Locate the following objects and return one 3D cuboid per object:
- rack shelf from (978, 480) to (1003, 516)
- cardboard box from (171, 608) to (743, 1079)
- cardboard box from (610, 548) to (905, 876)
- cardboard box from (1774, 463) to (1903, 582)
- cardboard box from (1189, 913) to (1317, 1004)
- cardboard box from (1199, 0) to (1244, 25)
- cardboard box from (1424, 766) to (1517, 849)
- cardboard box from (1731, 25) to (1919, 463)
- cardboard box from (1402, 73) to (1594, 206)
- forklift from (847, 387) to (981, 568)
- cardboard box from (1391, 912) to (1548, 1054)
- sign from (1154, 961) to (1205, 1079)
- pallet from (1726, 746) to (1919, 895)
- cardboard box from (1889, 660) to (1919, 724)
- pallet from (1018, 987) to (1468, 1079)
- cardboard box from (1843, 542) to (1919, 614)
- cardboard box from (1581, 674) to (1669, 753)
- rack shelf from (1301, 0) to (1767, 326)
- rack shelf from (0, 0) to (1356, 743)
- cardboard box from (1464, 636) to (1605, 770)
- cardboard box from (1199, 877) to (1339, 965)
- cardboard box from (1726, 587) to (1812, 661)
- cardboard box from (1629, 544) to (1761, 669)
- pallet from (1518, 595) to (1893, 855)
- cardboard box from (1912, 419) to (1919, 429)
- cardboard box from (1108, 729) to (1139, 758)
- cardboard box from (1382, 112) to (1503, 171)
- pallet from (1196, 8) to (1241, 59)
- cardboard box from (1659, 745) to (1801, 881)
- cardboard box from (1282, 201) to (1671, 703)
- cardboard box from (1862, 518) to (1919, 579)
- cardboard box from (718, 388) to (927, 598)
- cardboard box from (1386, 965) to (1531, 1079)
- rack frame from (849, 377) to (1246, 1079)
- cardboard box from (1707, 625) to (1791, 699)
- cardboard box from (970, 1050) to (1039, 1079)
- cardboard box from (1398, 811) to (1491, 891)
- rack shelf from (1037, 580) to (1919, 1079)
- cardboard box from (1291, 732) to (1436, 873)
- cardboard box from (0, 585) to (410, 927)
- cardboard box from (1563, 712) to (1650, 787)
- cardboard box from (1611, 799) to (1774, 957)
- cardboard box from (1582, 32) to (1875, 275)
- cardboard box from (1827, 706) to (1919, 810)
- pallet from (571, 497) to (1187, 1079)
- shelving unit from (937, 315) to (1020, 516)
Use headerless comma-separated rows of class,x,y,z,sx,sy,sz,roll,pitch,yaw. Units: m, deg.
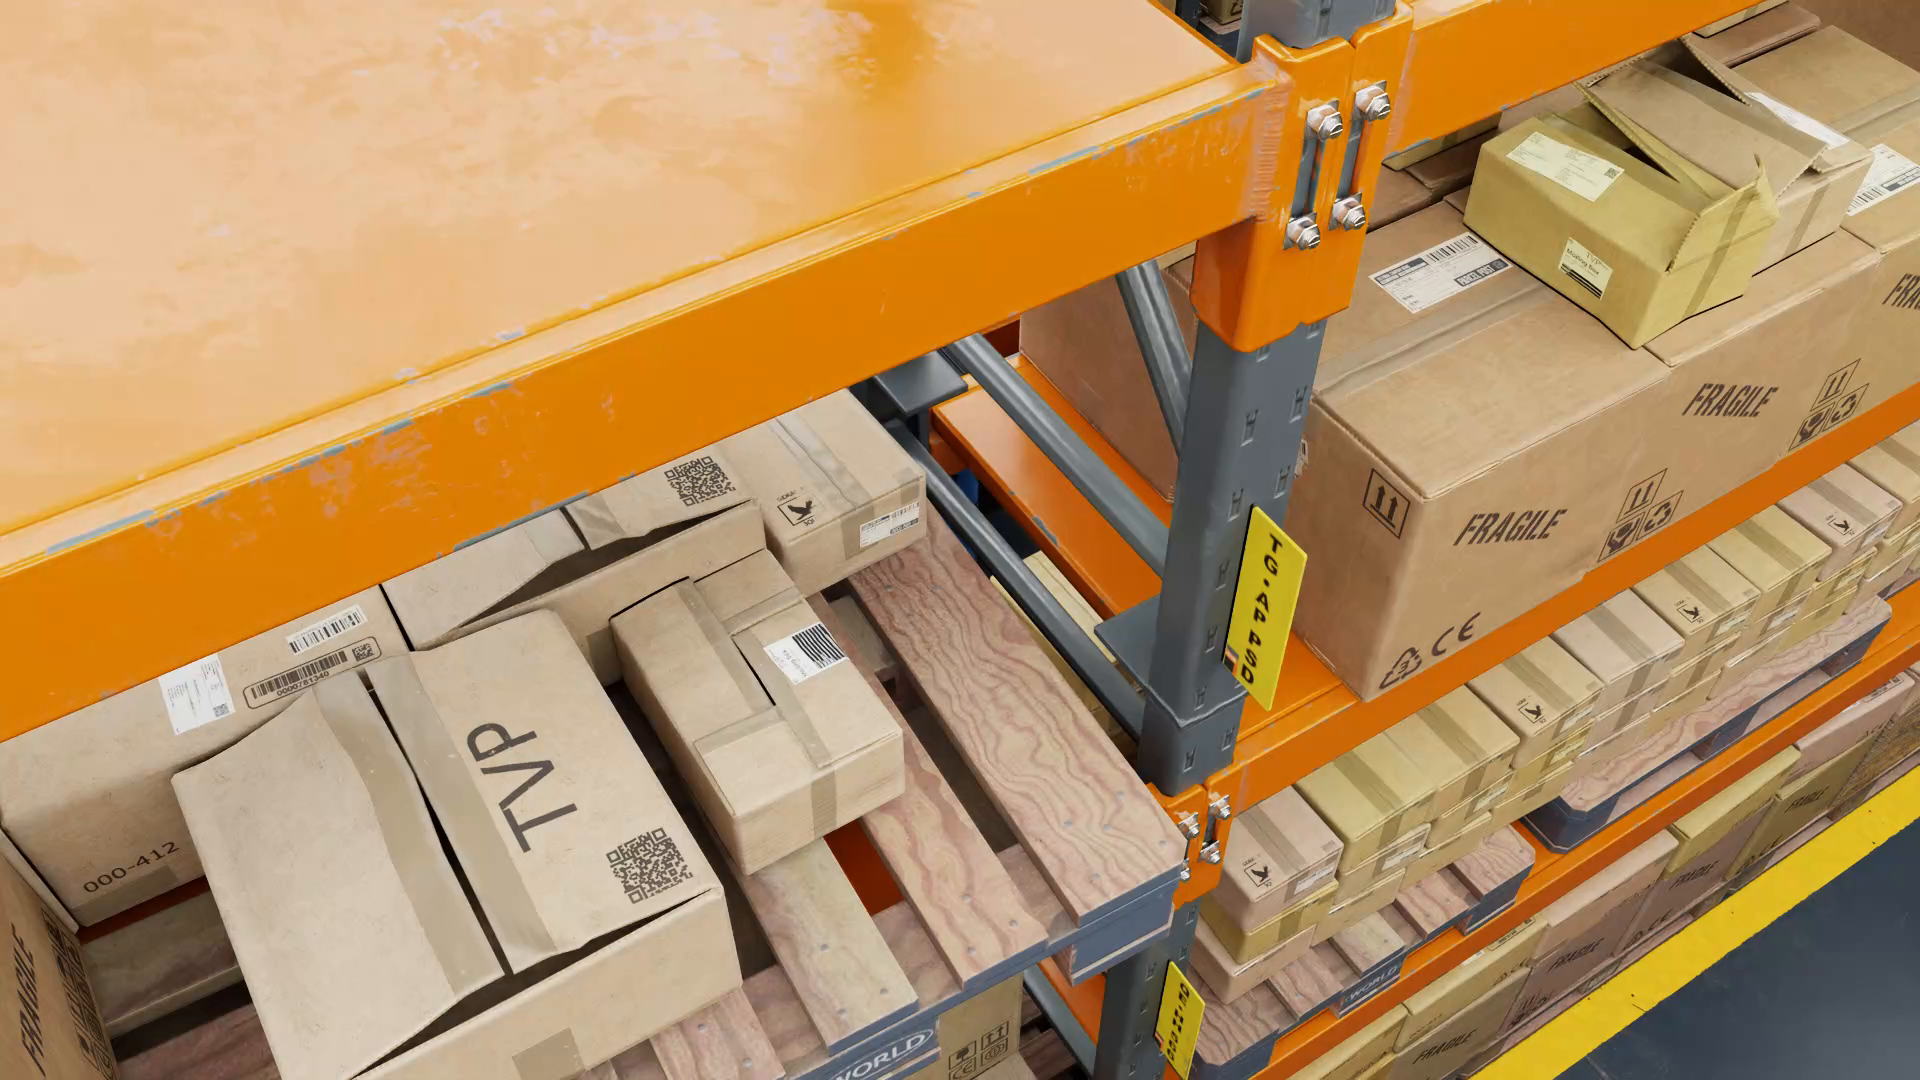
rack shelf,0.141,-0.290,6.503,0.480,0.518,0.431,-25,53,-21
cardboard box,-0.614,0.404,2.030,0.500,0.311,0.500,-25,53,-21
cardboard box,-0.280,0.223,2.287,0.250,0.166,0.380,-25,53,-21
cardboard box,2.154,-0.107,4.271,0.250,0.149,0.380,-27,54,-22
cardboard box,0.596,0.832,3.833,0.250,0.149,0.380,-26,53,-21
cardboard box,1.532,-3.474,8.922,0.875,0.875,0.875,-25,53,-21
cardboard box,1.078,0.500,3.929,0.250,0.149,0.380,-27,54,-22
cardboard box,1.574,-0.558,3.108,0.500,0.500,0.500,-25,53,-21
cardboard box,0.873,-0.688,3.224,0.500,0.500,0.500,-25,53,-21
forklift,-1.472,-0.459,5.141,3.031,2.935,1.130,-21,52,-18
cardboard box,1.251,1.057,4.636,0.500,0.250,0.500,-26,53,-21
sign,0.408,0.903,3.107,0.005,0.325,0.100,-25,53,-21
pallet,2.835,0.583,6.035,1.213,0.211,1.003,-25,53,-21
cardboard box,2.997,0.243,5.360,0.500,0.250,0.500,-27,53,-22
pallet,0.771,1.556,5.169,1.213,0.211,1.003,-25,53,-21
cardboard box,2.387,-0.012,4.584,0.250,0.149,0.380,-27,54,-22
cardboard box,1.502,0.301,4.107,0.250,0.149,0.380,-25,53,-21
rack shelf,1.801,-1.481,2.738,4.000,0.370,1.077,-25,53,-21
rack shelf,-1.582,0.113,1.319,4.000,0.370,1.077,-25,53,-21
cardboard box,1.264,0.314,3.896,0.250,0.149,0.380,-27,54,-22
cardboard box,0.625,0.718,3.735,0.250,0.149,0.380,-23,52,-19
cardboard box,1.940,0.094,4.291,0.250,0.149,0.380,-23,52,-20
cardboard box,1.714,0.098,4.088,0.250,0.149,0.380,-24,52,-20
pallet,1.762,0.188,4.648,1.213,0.211,1.003,-25,53,-21
cardboard box,2.589,-0.312,4.453,0.250,0.149,0.380,-25,53,-21
cardboard box,0.281,0.396,4.221,0.250,0.149,0.380,-24,53,-20
cardboard box,0.739,-0.886,2.888,0.258,0.266,0.396,-25,53,-21
pallet,1.616,-3.154,9.363,1.213,0.211,1.003,-25,53,-21
cardboard box,2.116,0.659,4.990,0.500,0.250,0.500,-27,54,-22
cardboard box,0.735,-0.152,2.746,0.500,0.500,0.500,-25,53,-21
cardboard box,2.378,-0.110,4.472,0.250,0.149,0.380,-28,54,-23
cardboard box,-0.258,-0.116,2.602,0.250,0.149,0.380,-27,54,-22
cardboard box,1.267,1.307,4.915,0.500,0.500,0.500,-25,53,-20
rack frame,0.110,0.939,3.851,0.127,3.000,1.000,-25,53,-21
cardboard box,1.937,0.199,4.396,0.250,0.149,0.380,-27,54,-22
cardboard box,-0.128,1.254,3.503,0.500,0.500,0.500,-25,53,-21
cardboard box,1.051,0.617,4.024,0.250,0.149,0.380,-23,52,-19
rack shelf,1.801,0.381,4.829,4.000,0.370,1.077,-25,53,-21
cardboard box,0.830,0.514,3.718,0.250,0.149,0.380,-27,54,-22
cardboard box,-1.044,0.167,2.282,0.500,0.250,0.500,-24,53,-20
cardboard box,1.502,0.401,4.217,0.250,0.149,0.380,-24,52,-20
cardboard box,2.131,0.896,5.281,0.500,0.500,0.500,-26,53,-22
cardboard box,1.229,-0.666,2.692,0.258,0.266,0.396,-25,53,-21
cardboard box,3.001,0.490,5.643,0.500,0.500,0.500,-26,53,-21
pallet,-0.407,0.294,2.543,1.003,0.211,1.213,-23,52,-19
shelving unit,0.140,-0.764,5.970,0.503,2.100,0.431,-25,53,-21
